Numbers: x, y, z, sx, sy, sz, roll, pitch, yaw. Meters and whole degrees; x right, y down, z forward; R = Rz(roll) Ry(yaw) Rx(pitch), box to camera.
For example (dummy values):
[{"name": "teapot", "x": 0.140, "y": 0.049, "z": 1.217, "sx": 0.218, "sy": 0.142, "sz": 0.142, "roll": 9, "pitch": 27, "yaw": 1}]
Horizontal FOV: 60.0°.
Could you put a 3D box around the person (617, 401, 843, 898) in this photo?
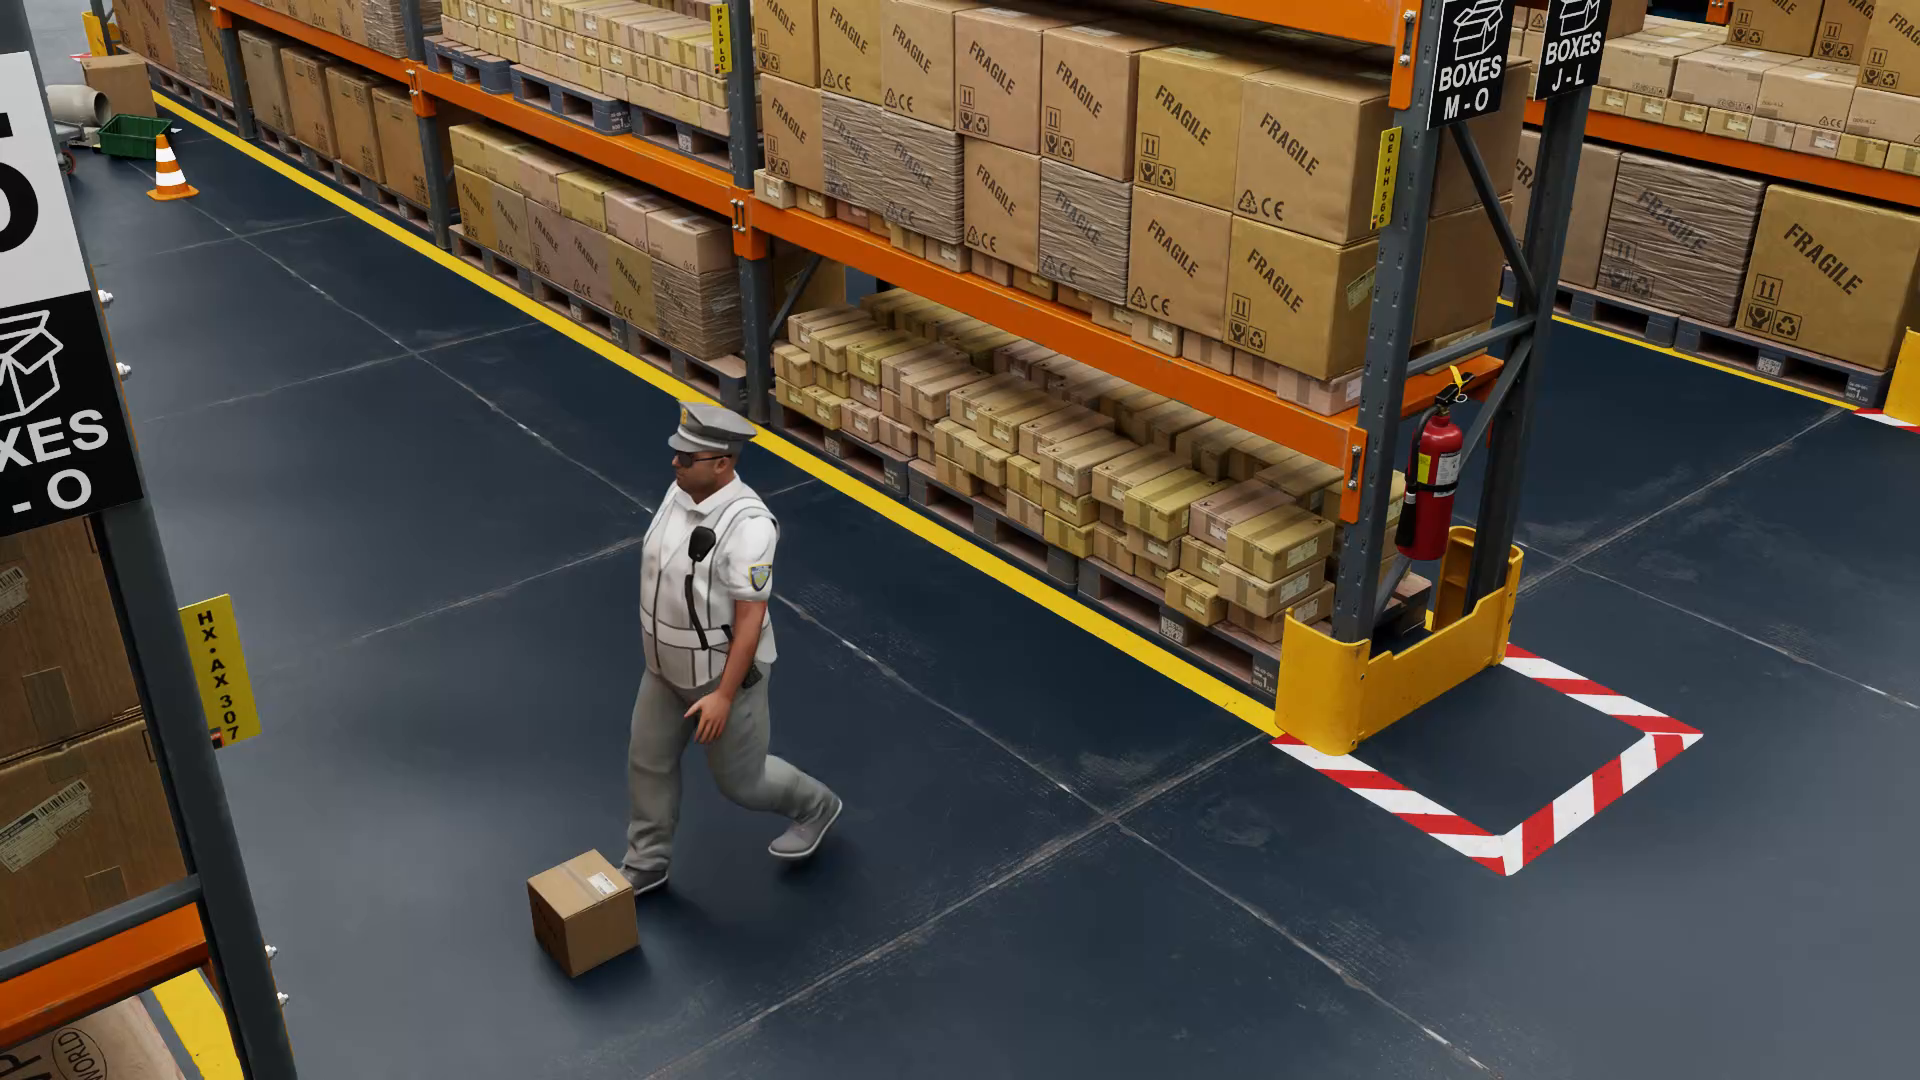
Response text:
[{"name": "person", "x": -0.848, "y": 0.393, "z": 5.349, "sx": 0.886, "sy": 1.736, "sz": 0.534, "roll": -25, "pitch": 37, "yaw": -39}]
